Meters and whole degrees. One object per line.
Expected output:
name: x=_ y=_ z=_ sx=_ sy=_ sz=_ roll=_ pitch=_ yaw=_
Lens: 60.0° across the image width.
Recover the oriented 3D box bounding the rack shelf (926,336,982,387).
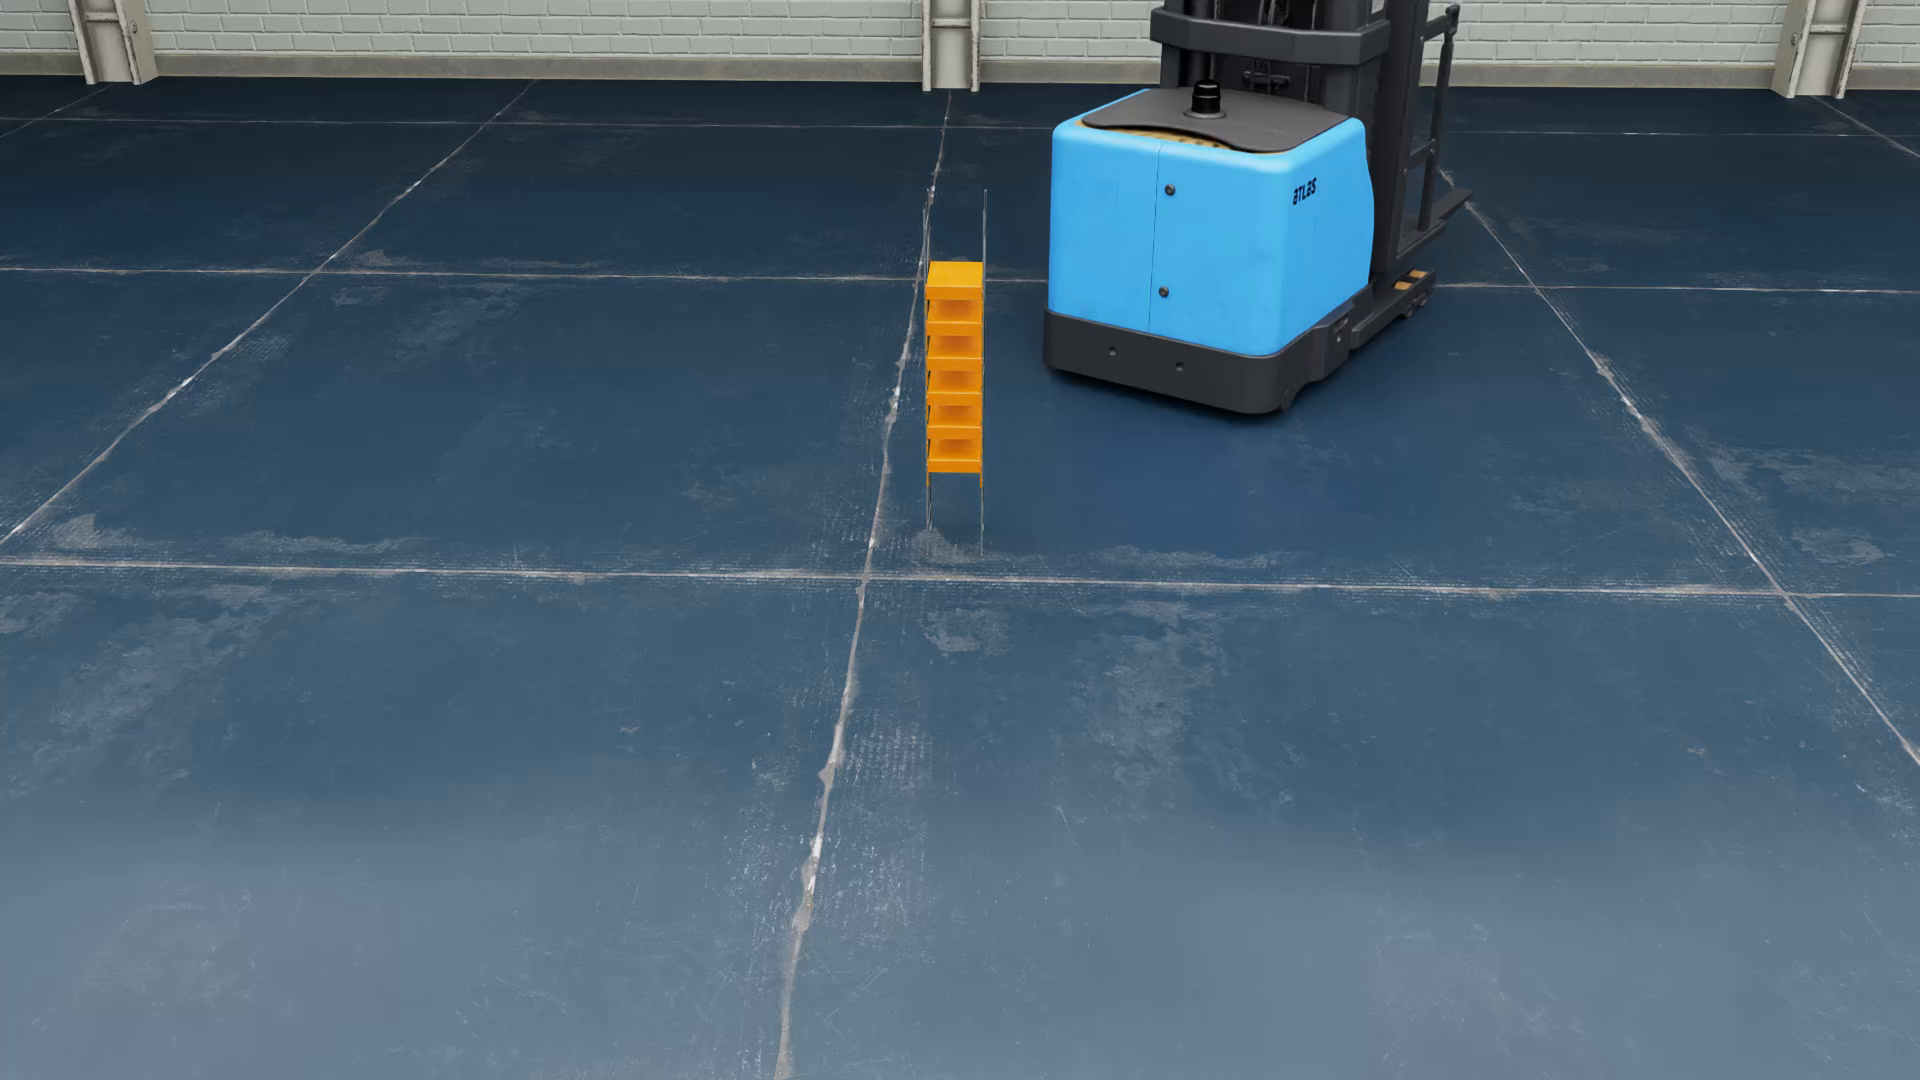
rack shelf: x=-0.014 y=-0.597 z=5.434 sx=0.180 sy=0.103 sz=0.258 roll=1 pitch=28 yaw=2

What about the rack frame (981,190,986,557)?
rack frame: x=0.077 y=-0.529 z=5.467 sx=0.006 sy=1.200 sz=0.240 roll=1 pitch=28 yaw=2

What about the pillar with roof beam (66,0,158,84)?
pillar with roof beam: x=-6.209 y=-5.296 z=6.133 sx=0.400 sy=9.000 sz=9.100 roll=1 pitch=28 yaw=2

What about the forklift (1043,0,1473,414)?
forklift: x=1.581 y=-2.432 z=7.208 sx=1.130 sy=2.935 sz=3.031 roll=17 pitch=32 yaw=29

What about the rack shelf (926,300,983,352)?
rack shelf: x=-0.014 y=-0.703 z=5.378 sx=0.180 sy=0.103 sz=0.258 roll=1 pitch=28 yaw=2

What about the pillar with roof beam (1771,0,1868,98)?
pillar with roof beam: x=5.784 y=-5.098 z=5.759 sx=0.400 sy=9.000 sz=9.100 roll=1 pitch=28 yaw=2

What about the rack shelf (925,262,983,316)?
rack shelf: x=-0.014 y=-0.809 z=5.322 sx=0.180 sy=0.103 sz=0.258 roll=1 pitch=28 yaw=2

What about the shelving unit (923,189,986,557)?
shelving unit: x=-0.014 y=-0.530 z=5.469 sx=0.189 sy=1.200 sz=0.258 roll=1 pitch=28 yaw=2

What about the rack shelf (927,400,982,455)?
rack shelf: x=-0.014 y=-0.385 z=5.546 sx=0.180 sy=0.103 sz=0.258 roll=1 pitch=28 yaw=2

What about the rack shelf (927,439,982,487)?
rack shelf: x=-0.014 y=-0.279 z=5.603 sx=0.180 sy=0.103 sz=0.258 roll=1 pitch=28 yaw=2

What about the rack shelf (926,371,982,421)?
rack shelf: x=-0.014 y=-0.491 z=5.490 sx=0.180 sy=0.103 sz=0.258 roll=1 pitch=28 yaw=2

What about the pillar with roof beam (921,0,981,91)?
pillar with roof beam: x=-0.212 y=-5.197 z=5.946 sx=0.400 sy=9.000 sz=9.100 roll=1 pitch=28 yaw=2

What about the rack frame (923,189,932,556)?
rack frame: x=-0.106 y=-0.532 z=5.472 sx=0.006 sy=1.200 sz=0.240 roll=1 pitch=28 yaw=2
